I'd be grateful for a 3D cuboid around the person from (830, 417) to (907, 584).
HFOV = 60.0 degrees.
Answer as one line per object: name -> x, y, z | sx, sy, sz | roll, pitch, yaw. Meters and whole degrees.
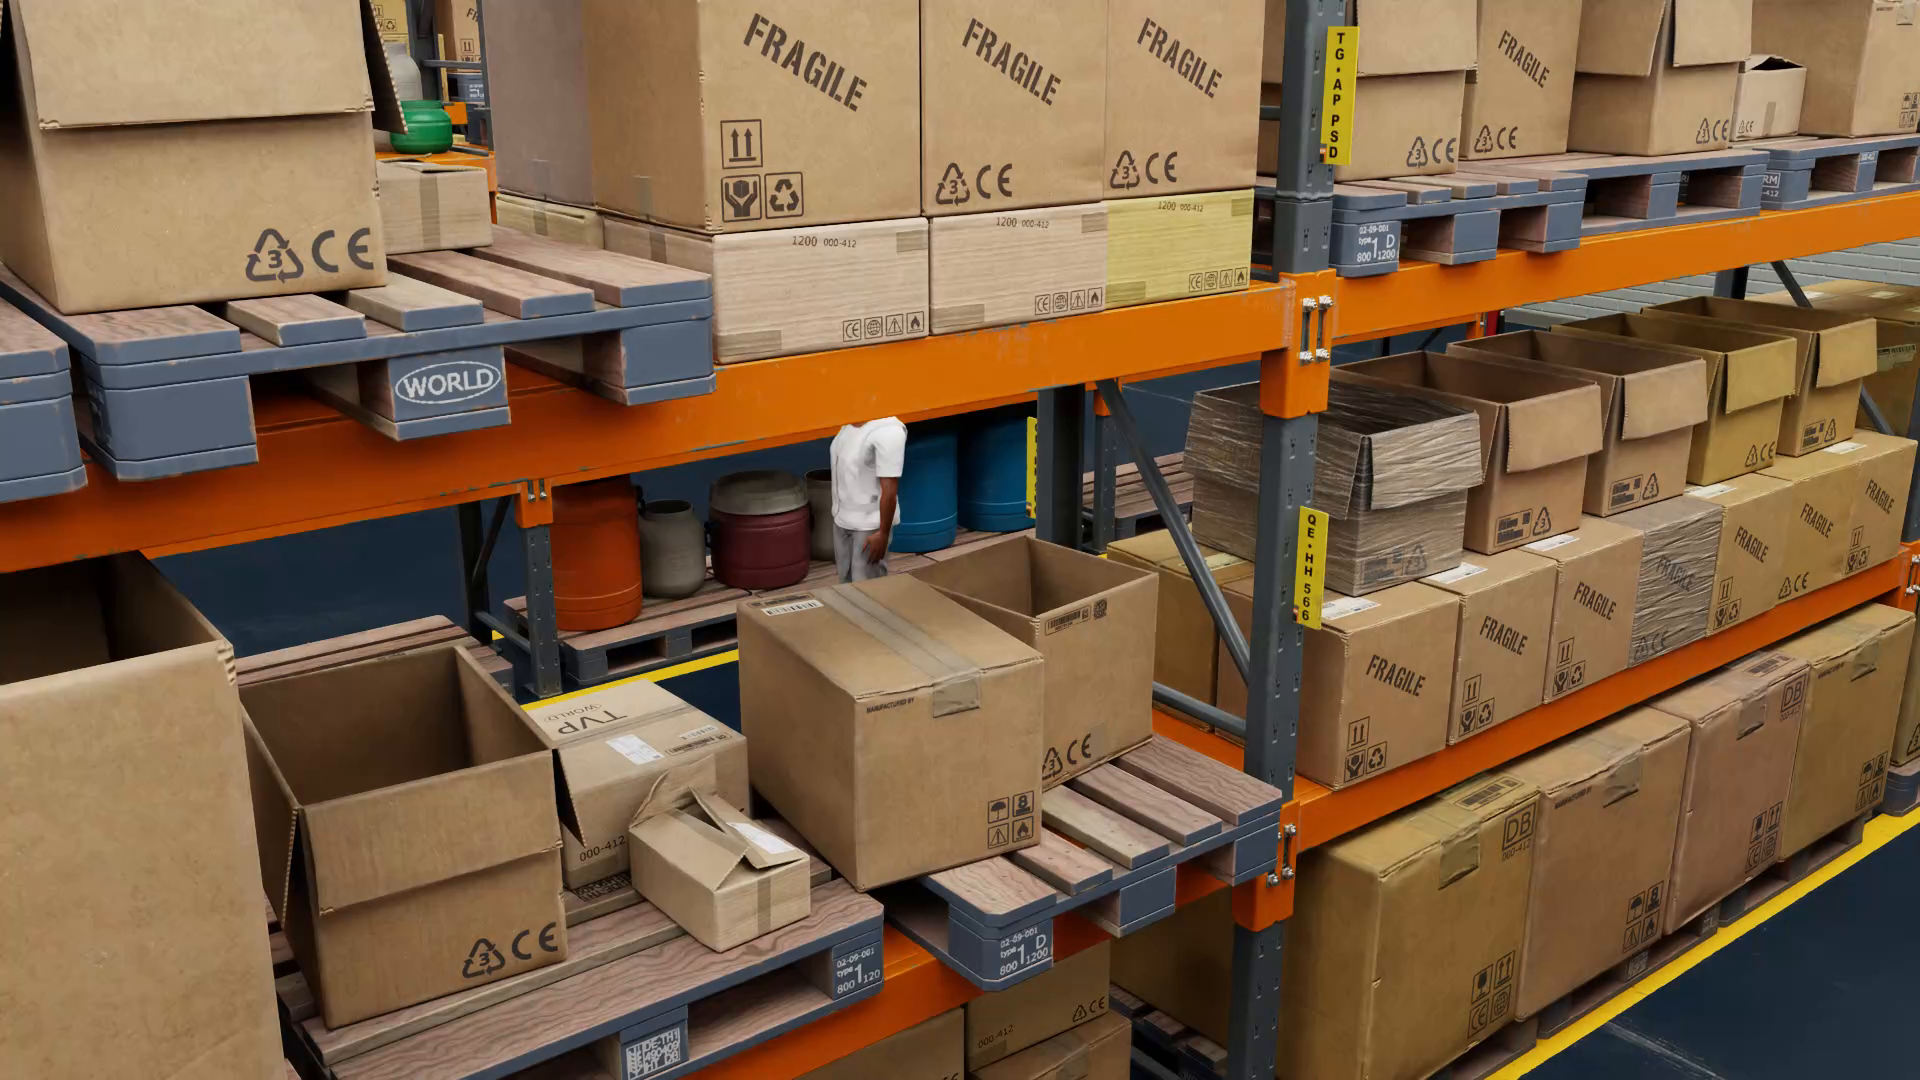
person -> -0.498, -0.089, 8.820 | 0.361, 1.778, 0.565 | -9, 20, -26
